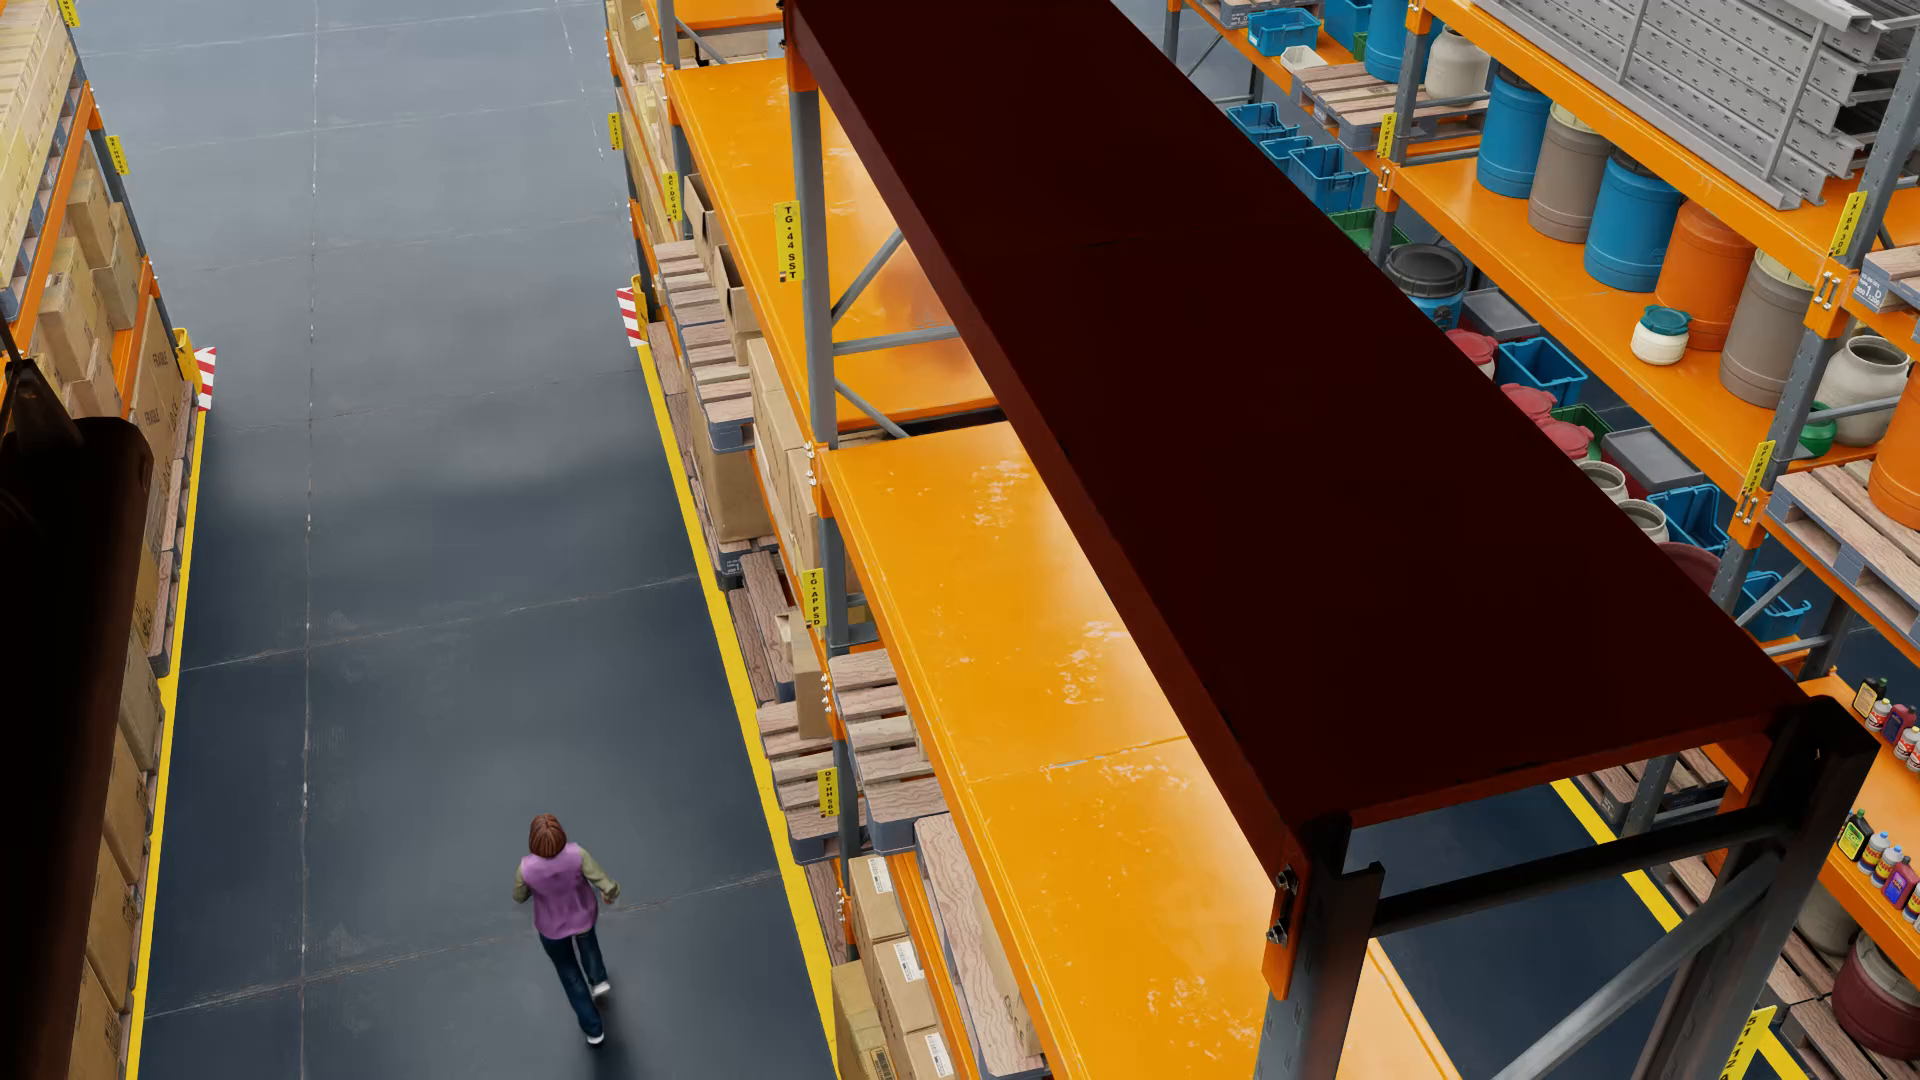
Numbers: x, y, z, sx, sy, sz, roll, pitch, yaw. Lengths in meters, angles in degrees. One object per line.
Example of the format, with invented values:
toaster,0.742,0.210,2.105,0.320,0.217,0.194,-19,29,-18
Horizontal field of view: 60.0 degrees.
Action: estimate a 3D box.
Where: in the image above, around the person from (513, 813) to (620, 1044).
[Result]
person,-2.109,2.027,8.976,0.505,1.592,0.662,-18,42,-22
